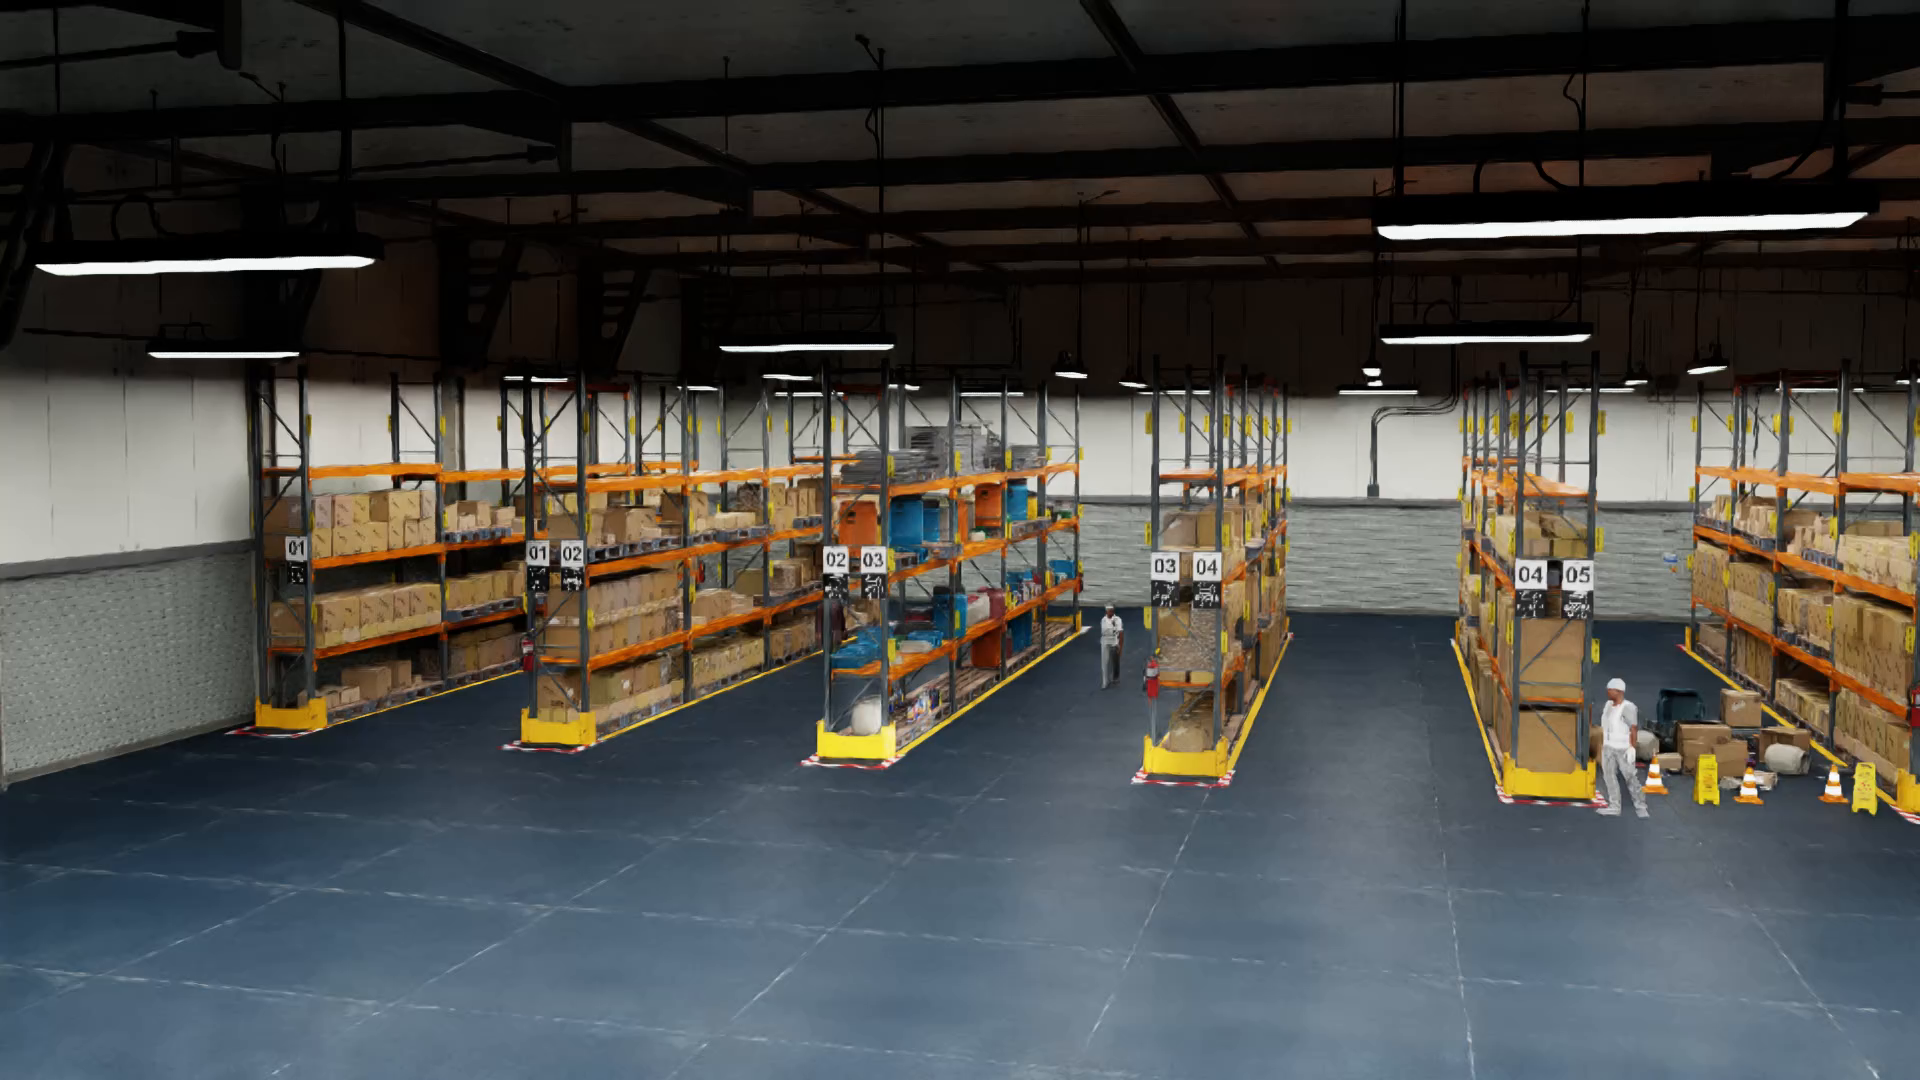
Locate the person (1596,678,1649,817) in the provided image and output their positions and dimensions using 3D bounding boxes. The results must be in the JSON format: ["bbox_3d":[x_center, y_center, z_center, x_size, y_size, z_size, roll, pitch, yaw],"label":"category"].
[{"bbox_3d":[8.501,2.652,21.339,0.557,1.779,0.639,-1,4,-15],"label":"person"}]

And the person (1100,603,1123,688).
[{"bbox_3d":[2.896,1.993,31.755,0.463,1.625,0.989,1,4,13],"label":"person"}]

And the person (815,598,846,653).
[{"bbox_3d":[-2.616,1.832,33.404,0.600,1.699,1.197,1,4,12],"label":"person"}]
